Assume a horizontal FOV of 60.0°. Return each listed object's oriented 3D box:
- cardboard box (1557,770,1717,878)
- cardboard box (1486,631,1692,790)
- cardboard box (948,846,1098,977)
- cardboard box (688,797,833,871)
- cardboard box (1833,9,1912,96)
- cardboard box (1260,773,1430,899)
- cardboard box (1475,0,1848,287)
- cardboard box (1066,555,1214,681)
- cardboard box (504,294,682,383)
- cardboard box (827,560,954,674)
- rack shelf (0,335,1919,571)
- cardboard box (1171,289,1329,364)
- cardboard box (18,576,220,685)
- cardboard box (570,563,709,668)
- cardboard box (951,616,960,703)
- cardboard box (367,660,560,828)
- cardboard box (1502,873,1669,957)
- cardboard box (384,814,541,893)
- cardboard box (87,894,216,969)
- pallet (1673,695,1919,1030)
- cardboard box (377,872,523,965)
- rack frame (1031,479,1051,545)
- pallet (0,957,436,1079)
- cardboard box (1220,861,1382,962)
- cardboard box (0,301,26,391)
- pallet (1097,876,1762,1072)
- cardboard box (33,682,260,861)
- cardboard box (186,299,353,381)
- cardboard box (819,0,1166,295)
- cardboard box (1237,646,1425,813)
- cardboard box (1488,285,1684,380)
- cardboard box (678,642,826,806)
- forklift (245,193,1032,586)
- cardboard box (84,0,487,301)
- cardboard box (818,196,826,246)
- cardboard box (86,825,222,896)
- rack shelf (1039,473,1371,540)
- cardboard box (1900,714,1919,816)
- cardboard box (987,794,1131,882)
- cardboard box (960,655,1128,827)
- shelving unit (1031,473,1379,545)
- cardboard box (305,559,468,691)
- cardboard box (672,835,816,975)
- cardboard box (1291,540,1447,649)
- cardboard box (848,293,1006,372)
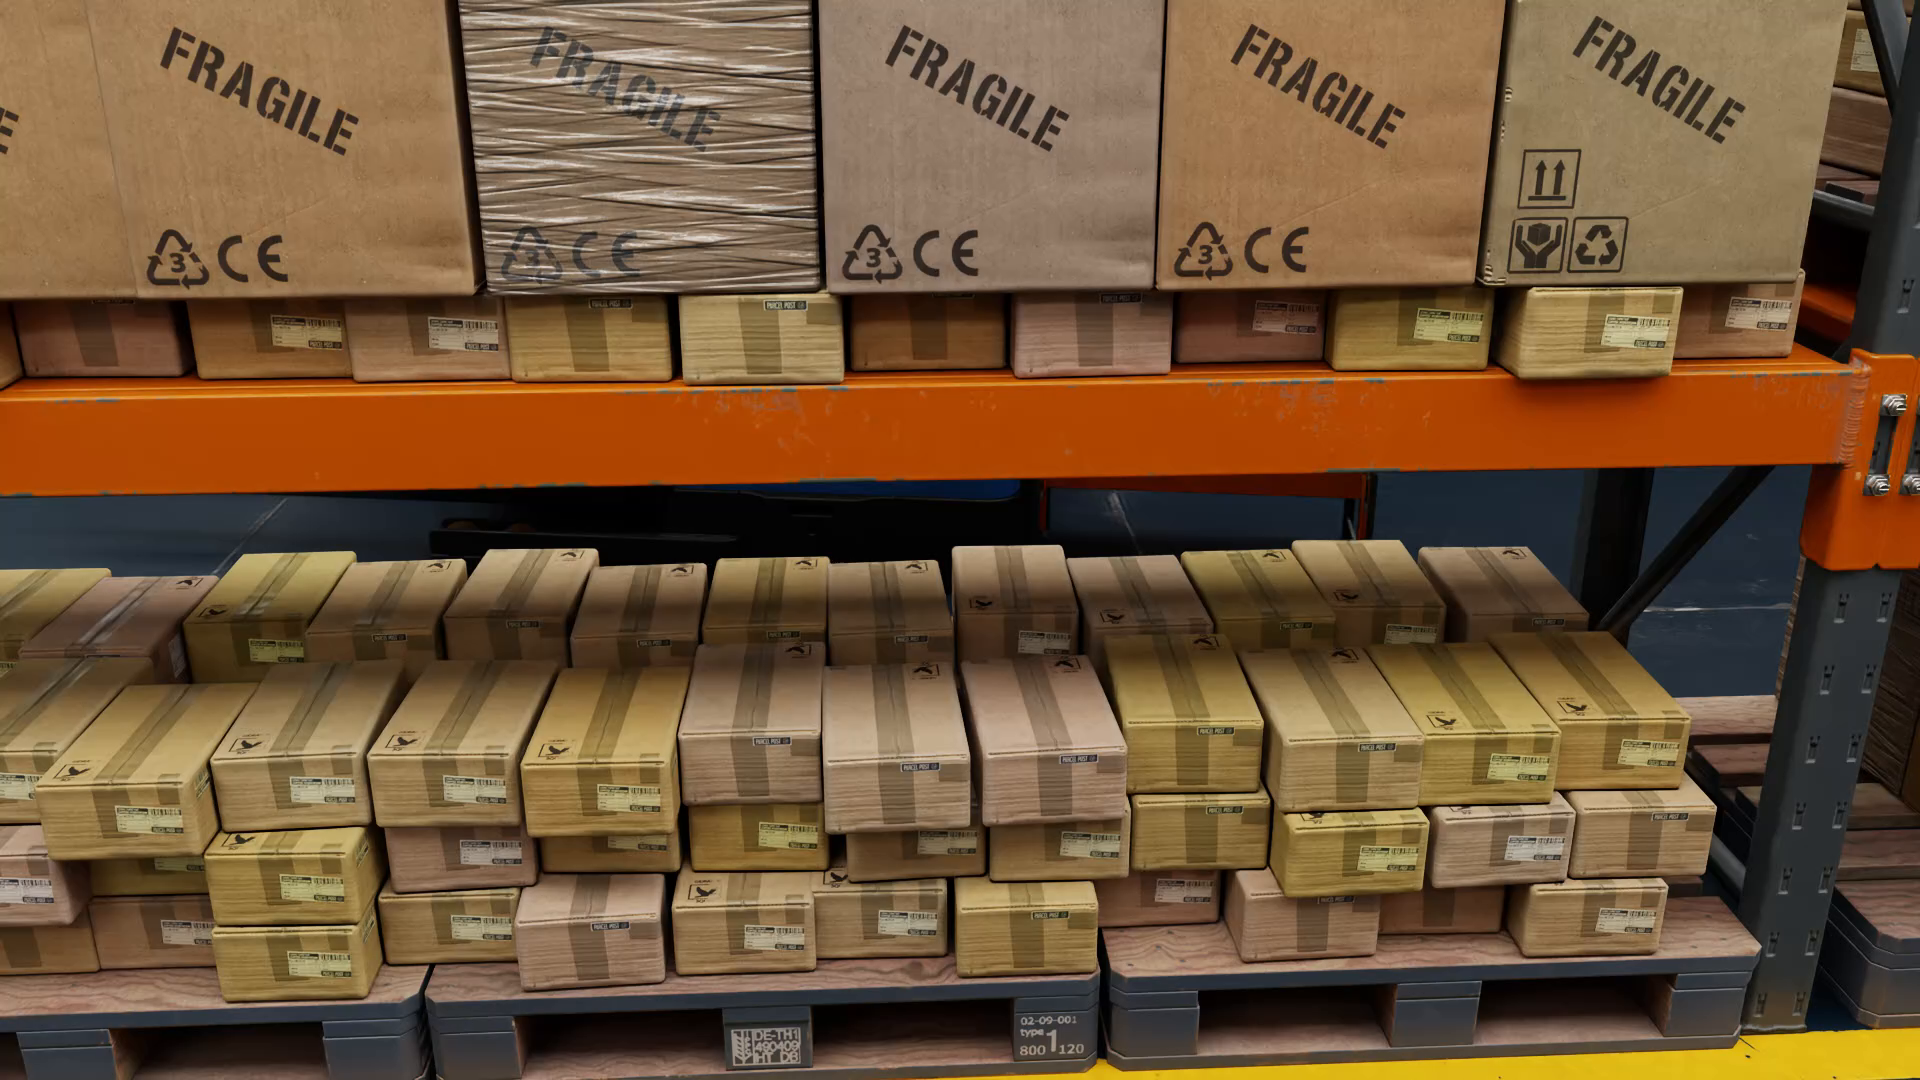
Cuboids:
[{"bbox_3d":[1.218,0.476,3.155,0.250,0.149,0.380,-1,21,-2],"label":"cardboard box"},{"bbox_3d":[1.174,0.317,3.153,0.250,0.149,0.380,-1,21,-2],"label":"cardboard box"},{"bbox_3d":[0.109,0.645,3.127,0.250,0.149,0.380,-1,21,-3],"label":"cardboard box"},{"bbox_3d":[-0.365,0.468,3.174,0.250,0.149,0.380,0,21,-1],"label":"cardboard box"},{"bbox_3d":[1.900,-0.937,3.211,0.250,0.149,0.380,-1,21,-1],"label":"cardboard box"},{"bbox_3d":[0.682,0.497,3.098,0.250,0.149,0.380,-2,21,-5],"label":"cardboard box"},{"bbox_3d":[1.048,-0.716,2.728,0.500,0.500,0.500,-1,21,-3],"label":"cardboard box"},{"bbox_3d":[0.372,0.171,3.536,0.250,0.149,0.380,-2,21,-4],"label":"cardboard box"},{"bbox_3d":[-0.582,-0.382,2.762,0.250,0.149,0.380,0,21,-1],"label":"cardboard box"},{"bbox_3d":[-0.154,0.182,3.507,0.250,0.149,0.380,-2,21,-5],"label":"cardboard box"},{"bbox_3d":[-0.482,-0.264,3.110,4.000,0.370,1.077,-1,21,-3],"label":"rack shelf"},{"bbox_3d":[0.460,-0.425,2.876,0.250,0.149,0.380,-2,21,-5],"label":"cardboard box"},{"bbox_3d":[-1.711,0.213,3.426,0.250,0.149,0.380,-1,21,-2],"label":"cardboard box"},{"bbox_3d":[-0.663,0.189,3.490,0.250,0.149,0.380,-2,21,-5],"label":"cardboard box"},{"bbox_3d":[0.100,0.306,3.599,0.250,0.149,0.380,0,21,-1],"label":"cardboard box"},{"bbox_3d":[-0.889,0.364,3.030,0.250,0.149,0.380,0,21,-1],"label":"cardboard box"},{"bbox_3d":[1.142,0.624,3.182,0.250,0.149,0.380,-1,21,-2],"label":"cardboard box"},{"bbox_3d":[-0.904,0.490,3.116,0.250,0.149,0.380,-2,21,-6],"label":"cardboard box"},{"bbox_3d":[-1.433,0.638,3.147,0.250,0.149,0.380,-1,21,-2],"label":"cardboard box"},{"bbox_3d":[2.292,0.646,3.628,1.213,0.211,1.003,-1,21,-3],"label":"pallet"},{"bbox_3d":[-0.923,0.632,3.161,0.250,0.149,0.380,-1,21,-3],"label":"cardboard box"},{"bbox_3d":[0.266,-0.480,5.301,0.032,1.125,0.500,2,21,6],"label":"rack frame"},{"bbox_3d":[-1.590,0.738,3.386,1.213,0.211,1.003,-1,21,-3],"label":"pallet"},{"bbox_3d":[0.618,0.628,3.172,0.250,0.149,0.380,-2,21,-5],"label":"cardboard box"},{"bbox_3d":[-1.614,-0.339,2.648,0.250,0.149,0.380,-2,21,-5],"label":"cardboard box"},{"bbox_3d":[0.846,0.689,3.516,1.213,0.211,1.003,-1,21,-3],"label":"pallet"},{"bbox_3d":[-1.409,0.401,2.934,0.250,0.149,0.380,-1,21,-3],"label":"cardboard box"},{"bbox_3d":[-1.090,-0.389,2.781,0.250,0.149,0.380,-1,21,-4],"label":"cardboard box"},{"bbox_3d":[0.033,-0.697,2.676,0.500,0.500,0.500,-1,21,-3],"label":"cardboard box"},{"bbox_3d":[0.673,0.344,3.083,0.250,0.149,0.380,-1,21,-4],"label":"cardboard box"},{"bbox_3d":[0.992,-0.391,2.784,0.250,0.149,0.380,-2,21,-4],"label":"cardboard box"},{"bbox_3d":[-0.378,0.336,3.104,0.250,0.149,0.380,-1,21,-3],"label":"cardboard box"},{"bbox_3d":[-1.266,-1.437,5.277,3.031,2.935,1.130,2,21,6],"label":"forklift"},{"bbox_3d":[-0.992,-0.682,2.637,0.500,0.500,0.500,-1,21,-2],"label":"cardboard box"},{"bbox_3d":[-0.364,-0.568,3.250,0.250,0.149,0.380,0,21,-1],"label":"cardboard box"},{"bbox_3d":[-1.425,0.496,3.101,0.250,0.149,0.380,-1,21,-2],"label":"cardboard box"},{"bbox_3d":[0.771,-0.231,5.335,1.000,0.278,0.538,2,21,6],"label":"rack shelf"},{"bbox_3d":[2.267,0.410,3.251,0.500,0.500,0.500,0,21,-1],"label":"cardboard box"},{"bbox_3d":[0.173,0.480,3.144,0.250,0.149,0.380,-1,21,-2],"label":"cardboard box"},{"bbox_3d":[0.145,0.360,3.041,0.250,0.149,0.380,-2,21,-6],"label":"cardboard box"},{"bbox_3d":[0.771,-0.460,5.248,1.048,1.125,0.538,2,21,6],"label":"shelving unit"},{"bbox_3d":[-1.197,0.180,3.513,0.250,0.149,0.380,-2,21,-5],"label":"cardboard box"},{"bbox_3d":[-0.394,0.643,3.132,0.250,0.149,0.380,-1,21,-3],"label":"cardboard box"},{"bbox_3d":[0.880,0.135,3.631,0.250,0.149,0.380,0,21,0],"label":"cardboard box"},{"bbox_3d":[-0.064,-0.408,2.829,0.250,0.149,0.380,-1,21,-4],"label":"cardboard box"}]
